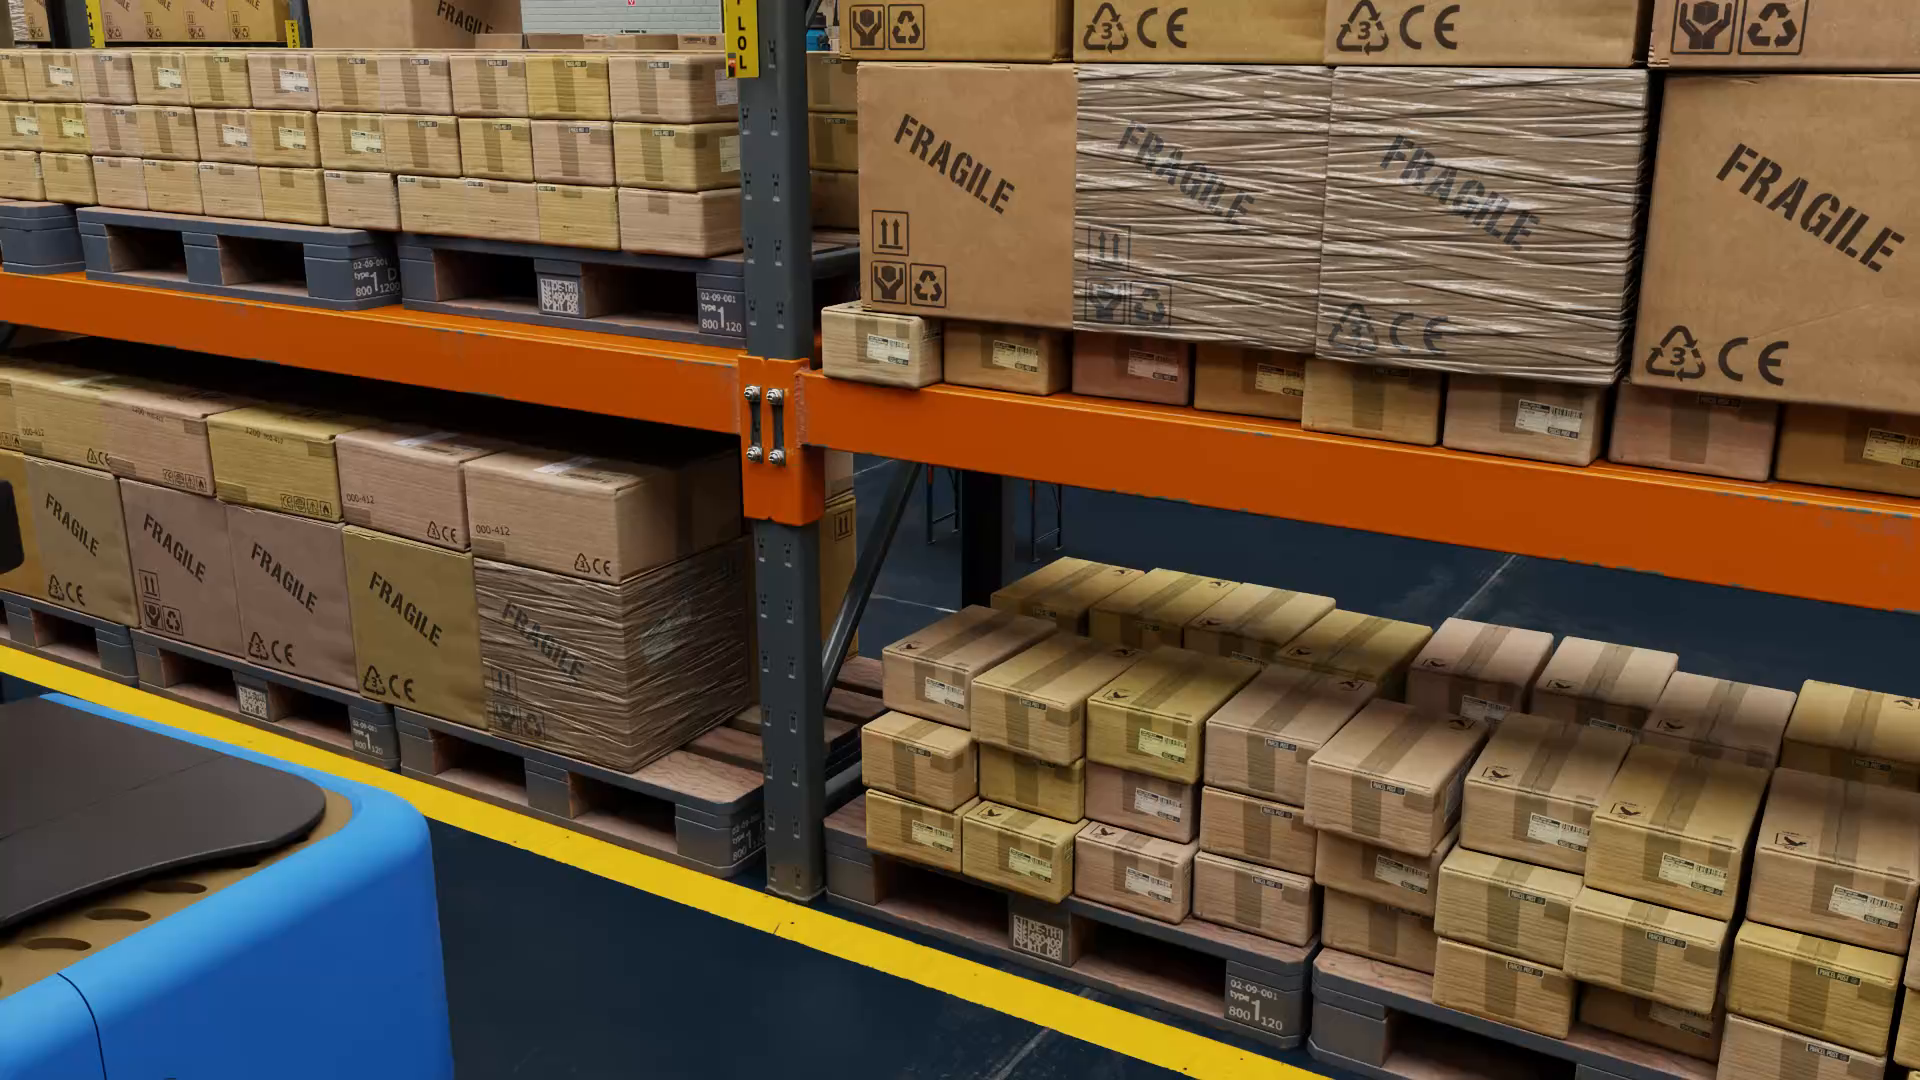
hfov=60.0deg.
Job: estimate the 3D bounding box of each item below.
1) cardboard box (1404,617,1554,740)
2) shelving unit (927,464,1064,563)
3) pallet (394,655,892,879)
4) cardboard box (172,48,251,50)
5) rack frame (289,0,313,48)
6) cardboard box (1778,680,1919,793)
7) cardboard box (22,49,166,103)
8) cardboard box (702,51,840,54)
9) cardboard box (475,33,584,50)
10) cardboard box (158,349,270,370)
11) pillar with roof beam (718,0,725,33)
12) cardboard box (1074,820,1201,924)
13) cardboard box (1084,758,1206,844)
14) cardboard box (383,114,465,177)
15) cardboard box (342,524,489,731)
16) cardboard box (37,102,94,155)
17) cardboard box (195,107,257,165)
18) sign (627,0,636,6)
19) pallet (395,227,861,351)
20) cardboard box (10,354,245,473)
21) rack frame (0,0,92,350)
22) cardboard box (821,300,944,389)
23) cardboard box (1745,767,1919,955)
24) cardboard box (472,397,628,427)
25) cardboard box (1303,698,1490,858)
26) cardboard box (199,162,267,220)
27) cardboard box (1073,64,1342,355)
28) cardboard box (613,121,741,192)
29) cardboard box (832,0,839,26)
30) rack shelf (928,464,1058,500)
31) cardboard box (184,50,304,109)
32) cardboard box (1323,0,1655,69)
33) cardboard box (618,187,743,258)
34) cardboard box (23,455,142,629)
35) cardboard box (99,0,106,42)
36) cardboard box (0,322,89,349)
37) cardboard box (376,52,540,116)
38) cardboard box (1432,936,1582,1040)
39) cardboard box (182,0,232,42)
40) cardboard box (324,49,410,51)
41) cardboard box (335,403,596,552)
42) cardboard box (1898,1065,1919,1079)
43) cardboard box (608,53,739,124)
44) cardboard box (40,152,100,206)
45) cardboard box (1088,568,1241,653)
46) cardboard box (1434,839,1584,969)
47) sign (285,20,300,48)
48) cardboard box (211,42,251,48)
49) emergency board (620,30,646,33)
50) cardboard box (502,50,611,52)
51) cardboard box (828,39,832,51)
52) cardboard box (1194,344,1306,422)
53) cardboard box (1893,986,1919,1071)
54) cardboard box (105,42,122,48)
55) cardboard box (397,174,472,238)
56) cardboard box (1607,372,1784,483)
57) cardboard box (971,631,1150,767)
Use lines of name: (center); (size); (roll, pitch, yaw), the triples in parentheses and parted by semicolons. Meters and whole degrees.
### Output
cardboard box: (1.195, 0.321, 3.823); (0.250, 0.149, 0.380); (9, 19, 27)
shelving unit: (0.141, -0.549, 6.624); (0.503, 1.200, 0.258); (10, 20, 30)
pallet: (-0.822, 0.527, 4.784); (1.213, 0.211, 1.003); (10, 20, 30)
cardboard box: (-2.473, -1.624, 5.752); (0.250, 0.149, 0.380); (11, 20, 32)
rack frame: (-4.293, -3.119, 11.989); (0.127, 3.000, 1.000); (10, 20, 30)
cardboard box: (1.850, 0.438, 3.436); (0.250, 0.149, 0.380); (10, 20, 31)
cardboard box: (-2.612, -1.426, 5.101); (0.250, 0.149, 0.380); (9, 19, 28)
cardboard box: (-0.494, -1.270, 4.586); (0.250, 0.149, 0.380); (11, 20, 32)
cardboard box: (-2.768, -3.129, 11.121); (0.637, 0.503, 0.797); (13, 21, 36)
cardboard box: (-2.411, -0.548, 5.814); (0.500, 0.250, 0.500); (10, 20, 31)
pillar with roof beam: (-6.241, -10.233, 25.086); (0.400, 9.000, 9.100); (10, 20, 30)
cardboard box: (0.450, 0.674, 3.684); (0.250, 0.149, 0.380); (10, 20, 30)
cardboard box: (0.472, 0.510, 3.711); (0.250, 0.149, 0.380); (10, 20, 30)
cardboard box: (-1.271, -1.043, 4.351); (0.250, 0.149, 0.380); (9, 19, 28)
cardboard box: (-1.358, 0.177, 4.715); (0.500, 0.500, 0.500); (10, 19, 29)
cardboard box: (-2.583, -1.279, 5.128); (0.250, 0.149, 0.380); (10, 20, 30)
cardboard box: (-1.930, -1.162, 4.744); (0.250, 0.149, 0.380); (11, 20, 32)
sign: (-6.029, -9.949, 30.484); (0.199, 0.298, 0.001); (10, 20, 30)
pallet: (-0.733, -0.750, 4.519); (1.213, 0.211, 1.003); (10, 20, 30)
cardboard box: (-2.674, -0.420, 5.390); (0.500, 0.250, 0.500); (10, 19, 29)
rack frame: (-3.567, -1.298, 5.993); (0.127, 3.000, 1.000); (10, 20, 30)
cardboard box: (-0.088, -0.445, 3.618); (0.250, 0.149, 0.380); (11, 20, 32)
cardboard box: (1.583, 0.570, 3.004); (0.250, 0.149, 0.380); (9, 19, 28)
cardboard box: (-1.105, -0.311, 5.033); (0.500, 0.250, 0.500); (11, 20, 32)
cardboard box: (0.880, 0.469, 3.337); (0.250, 0.149, 0.380); (11, 20, 31)
cardboard box: (-1.939, -1.019, 4.786); (0.250, 0.149, 0.380); (9, 19, 28)
cardboard box: (0.557, -0.668, 3.237); (0.500, 0.500, 0.500); (10, 20, 30)
cardboard box: (-0.601, -0.924, 3.961); (0.250, 0.149, 0.380); (11, 20, 32)
cardboard box: (-0.270, -2.924, 9.447); (0.637, 0.503, 0.797); (11, 20, 32)
rack shelf: (0.141, -0.295, 6.701); (0.480, 0.148, 0.258); (10, 20, 30)
cardboard box: (-1.943, -1.307, 4.708); (0.250, 0.149, 0.380); (10, 19, 29)
cardboard box: (0.962, -1.070, 2.838); (0.500, 0.500, 0.500); (10, 20, 31)
cardboard box: (-0.600, -0.782, 4.003); (0.250, 0.149, 0.380); (10, 19, 29)
cardboard box: (-2.667, -0.056, 5.484); (0.500, 0.500, 0.500); (10, 20, 31)
cardboard box: (-6.527, -4.092, 12.786); (0.500, 0.500, 0.500); (10, 20, 30)
cardboard box: (-4.038, -0.537, 6.637); (0.750, 0.750, 1.050); (10, 19, 29)
cardboard box: (-1.275, -1.188, 4.317); (0.250, 0.149, 0.380); (10, 20, 30)
cardboard box: (1.111, 0.796, 3.282); (0.250, 0.149, 0.380); (10, 19, 29)
cardboard box: (-5.248, -3.864, 12.037); (0.500, 0.500, 0.500); (10, 20, 30)
cardboard box: (-1.808, -1.505, 5.361); (0.250, 0.149, 0.380); (11, 20, 33)
cardboard box: (-1.356, -0.185, 4.618); (0.500, 0.250, 0.500); (11, 20, 33)
cardboard box: (1.773, 0.921, 2.872); (0.250, 0.149, 0.380); (9, 19, 28)
cardboard box: (-0.602, -1.068, 3.921); (0.250, 0.149, 0.380); (11, 20, 33)
cardboard box: (-2.602, -1.138, 5.177); (0.250, 0.149, 0.380); (11, 20, 33)
cardboard box: (0.520, 0.208, 4.195); (0.250, 0.149, 0.380); (10, 20, 31)
cardboard box: (1.105, 0.654, 3.239); (0.250, 0.149, 0.380); (10, 20, 30)
sign: (-4.571, -3.398, 11.417); (0.005, 0.325, 0.100); (10, 20, 30)
cardboard box: (-5.052, -3.478, 12.487); (0.500, 0.500, 0.875); (10, 20, 30)
emergency board: (-6.074, -8.814, 30.736); (0.643, 1.169, 0.194); (10, 20, 30)
cardboard box: (-1.141, -1.387, 4.971); (0.250, 0.149, 0.380); (10, 20, 30)
cardboard box: (-1.640, -6.309, 21.202); (0.250, 0.149, 0.380); (10, 19, 29)
cardboard box: (0.654, -0.354, 3.318); (0.250, 0.149, 0.380); (9, 19, 28)
cardboard box: (1.759, 0.776, 2.836); (0.250, 0.149, 0.380); (10, 20, 31)
cardboard box: (-6.355, -3.694, 13.199); (0.500, 0.500, 0.875); (10, 20, 30)
cardboard box: (-1.247, -0.898, 4.385); (0.250, 0.149, 0.380); (9, 19, 27)
cardboard box: (1.312, -0.228, 2.902); (0.250, 0.149, 0.380); (11, 20, 32)
cardboard box: (0.231, 0.349, 3.729); (0.250, 0.149, 0.380); (11, 20, 33)
